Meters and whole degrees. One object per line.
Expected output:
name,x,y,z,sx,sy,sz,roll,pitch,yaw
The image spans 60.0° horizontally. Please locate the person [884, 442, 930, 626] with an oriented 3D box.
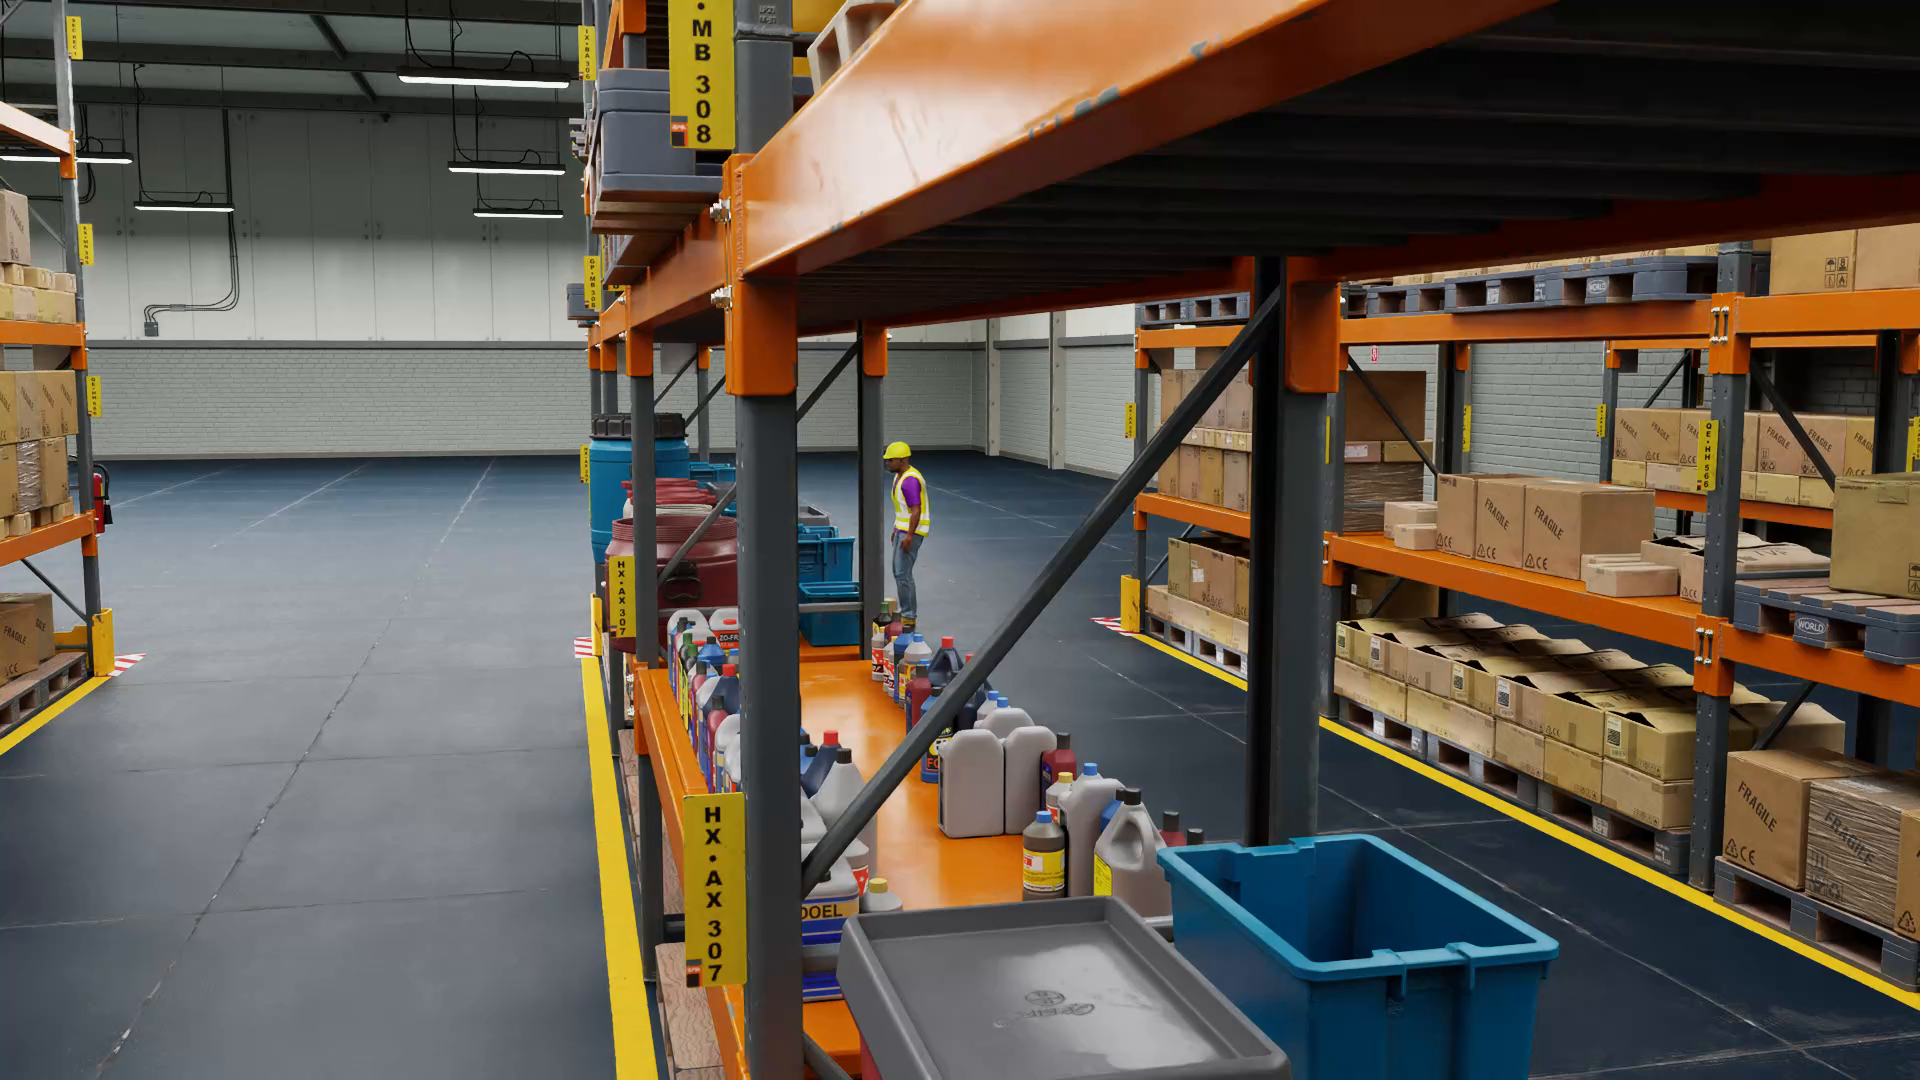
person,-0.530,-0.062,15.970,0.454,1.757,0.628,-1,6,-13
